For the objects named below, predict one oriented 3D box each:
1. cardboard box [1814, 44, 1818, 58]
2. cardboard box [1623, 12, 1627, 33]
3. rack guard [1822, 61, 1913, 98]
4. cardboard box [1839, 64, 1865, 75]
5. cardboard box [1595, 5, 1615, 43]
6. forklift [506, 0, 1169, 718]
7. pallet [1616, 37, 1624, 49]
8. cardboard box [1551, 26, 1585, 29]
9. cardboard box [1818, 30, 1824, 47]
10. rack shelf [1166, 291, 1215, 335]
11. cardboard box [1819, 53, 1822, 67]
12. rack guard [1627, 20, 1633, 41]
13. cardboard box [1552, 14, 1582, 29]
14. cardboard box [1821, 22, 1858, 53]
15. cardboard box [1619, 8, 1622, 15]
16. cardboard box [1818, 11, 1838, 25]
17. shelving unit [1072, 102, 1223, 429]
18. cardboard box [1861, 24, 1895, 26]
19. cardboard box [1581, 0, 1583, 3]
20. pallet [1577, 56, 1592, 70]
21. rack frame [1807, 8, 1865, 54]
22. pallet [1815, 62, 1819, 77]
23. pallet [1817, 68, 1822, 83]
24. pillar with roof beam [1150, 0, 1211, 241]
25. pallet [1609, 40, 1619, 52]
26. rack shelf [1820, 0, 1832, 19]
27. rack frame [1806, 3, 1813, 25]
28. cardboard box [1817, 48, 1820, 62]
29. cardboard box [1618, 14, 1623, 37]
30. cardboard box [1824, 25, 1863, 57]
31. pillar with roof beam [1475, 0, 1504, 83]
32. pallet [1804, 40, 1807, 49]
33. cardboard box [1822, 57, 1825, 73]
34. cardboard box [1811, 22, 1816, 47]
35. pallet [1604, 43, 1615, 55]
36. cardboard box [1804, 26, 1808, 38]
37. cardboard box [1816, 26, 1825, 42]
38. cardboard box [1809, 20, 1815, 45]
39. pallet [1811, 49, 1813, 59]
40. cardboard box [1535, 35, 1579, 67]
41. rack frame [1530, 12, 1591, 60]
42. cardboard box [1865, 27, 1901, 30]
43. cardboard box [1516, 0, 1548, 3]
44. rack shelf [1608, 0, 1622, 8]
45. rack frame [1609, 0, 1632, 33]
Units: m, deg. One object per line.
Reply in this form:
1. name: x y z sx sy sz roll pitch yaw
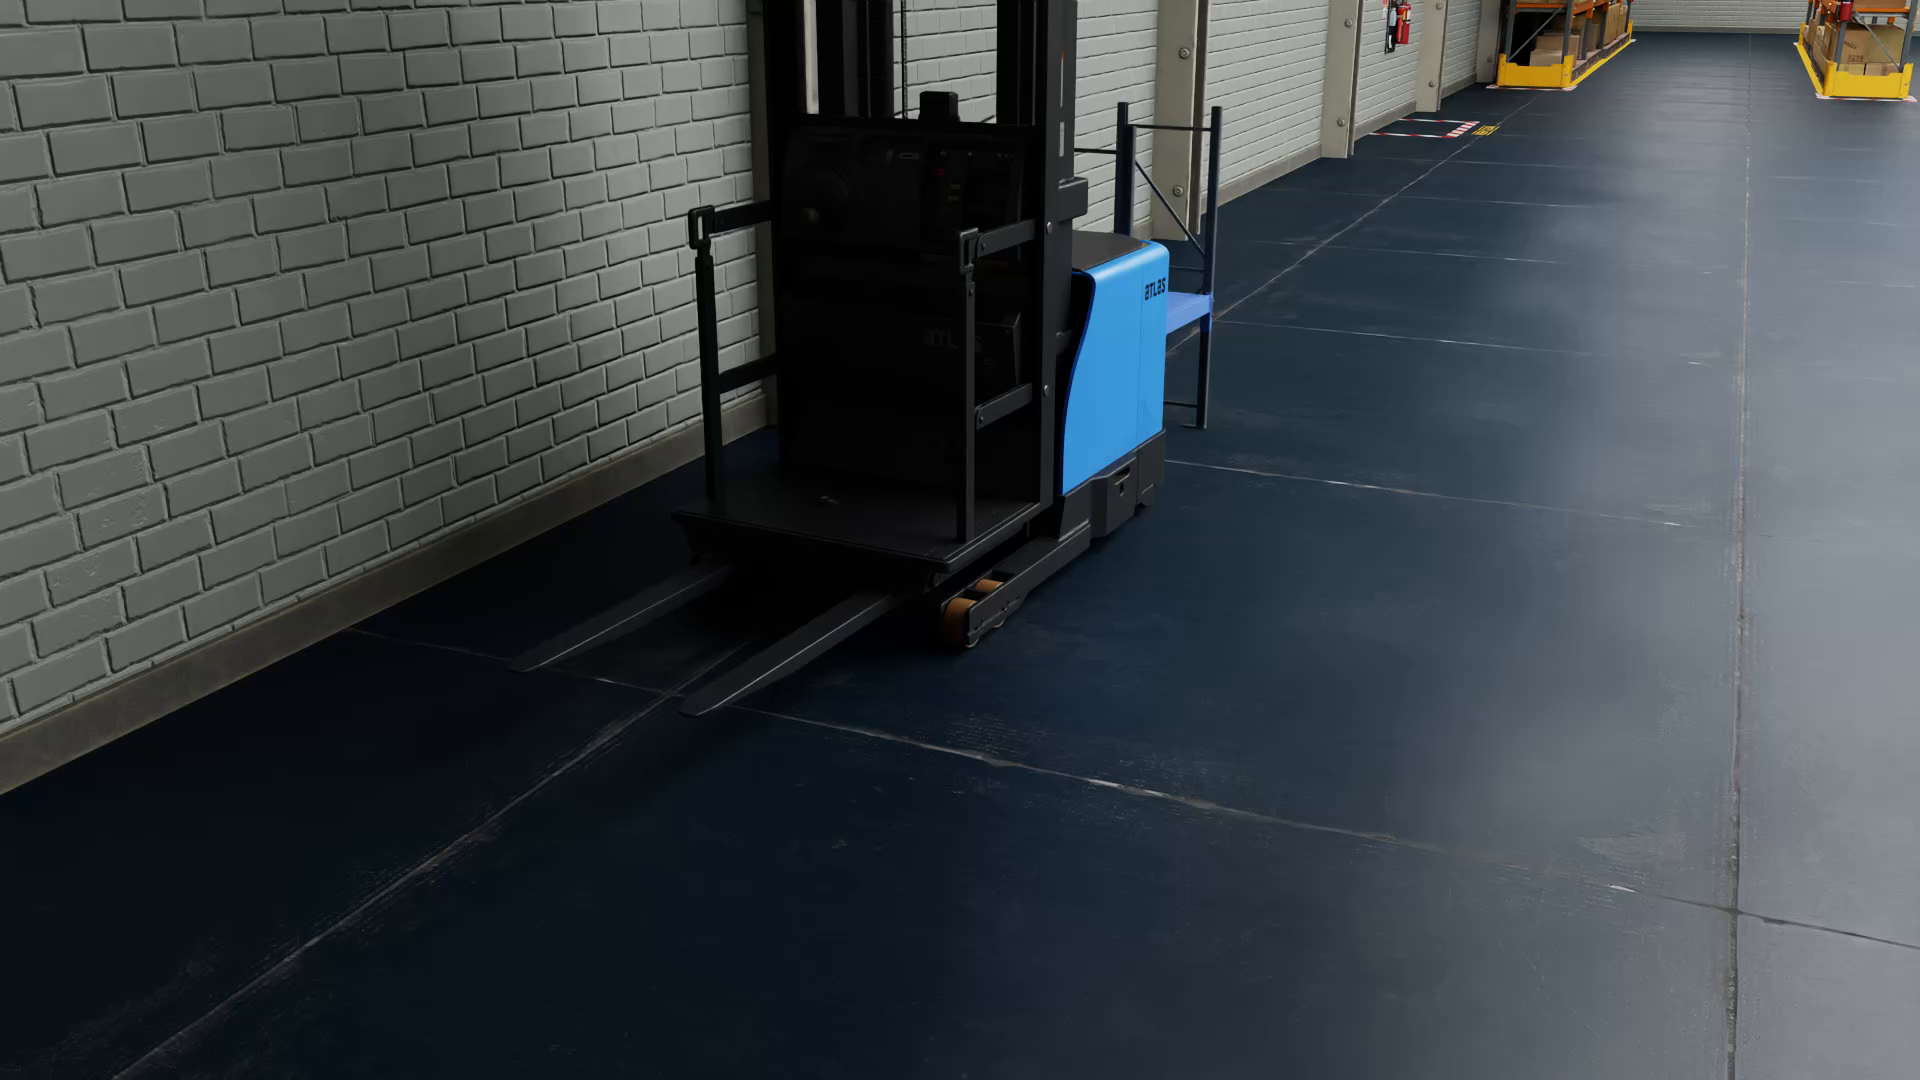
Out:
1. cardboard box: 16.492 -9.258 31.500 0.500 0.250 0.500 8 21 21
2. cardboard box: 15.947 -12.705 40.821 0.700 0.500 0.500 9 21 23
3. rack guard: 14.101 -7.158 25.850 1.175 0.500 0.348 9 21 23
4. cardboard box: 14.061 -7.450 26.417 0.500 0.250 0.500 9 21 23
5. cardboard box: 13.652 -11.126 35.858 0.750 0.750 0.750 8 21 22
6. forklift: -0.295 -1.196 5.458 1.130 2.935 3.031 10 22 26
7. pallet: 14.887 -11.598 38.765 1.003 0.211 1.213 9 21 23
8. cardboard box: 11.926 -9.816 32.669 0.700 0.500 0.500 9 21 23
9. cardboard box: 16.067 -9.208 30.523 0.500 0.311 0.500 8 21 23
10. rack shelf: 0.716 -0.960 7.466 0.538 0.185 1.000 10 22 26
11. cardboard box: 15.283 -8.368 28.999 0.500 0.250 0.500 9 21 23
12. rack guard: 16.152 -12.742 41.552 1.175 0.500 0.348 9 21 23
13. cardboard box: 11.692 -9.990 32.036 0.500 0.250 0.500 8 21 22
14. cardboard box: 15.274 -8.723 28.877 0.500 0.500 0.500 9 21 23
15. cardboard box: 15.211 -12.310 38.741 0.380 0.149 0.250 9 22 25
16. cardboard box: 17.575 -10.507 33.492 0.500 0.250 0.500 9 22 25
17. shelving unit: 0.716 -1.129 7.406 0.538 1.500 1.048 10 22 26
18. cardboard box: 15.543 -8.498 28.246 0.500 0.500 0.500 9 21 23
19. cardboard box: 10.279 -9.227 28.130 0.500 0.250 0.500 8 21 21
20. pallet: 11.546 -9.169 31.935 1.003 0.211 1.213 9 21 23
21. rack frame: 19.025 -12.011 35.766 1.000 3.000 0.127 9 21 23
22. pallet: 16.015 -8.483 30.005 1.003 0.211 1.213 9 21 23
23. pallet: 15.385 -8.015 28.690 1.003 0.211 1.213 9 21 23
24. pillar with roof beam: 5.644 -6.088 10.156 9.100 9.000 0.400 9 21 23
25. pallet: 14.257 -11.130 37.449 1.003 0.211 1.213 9 21 23
26. rack shelf: 16.568 -9.838 30.729 1.077 0.370 4.000 9 21 23
27. rack frame: 20.663 -13.234 39.205 1.000 3.000 0.127 9 21 23
28. cardboard box: 15.863 -8.789 30.183 0.500 0.250 0.500 8 21 22
29. cardboard box: 15.325 -12.234 39.497 0.700 0.500 0.500 9 22 24
30. cardboard box: 14.661 -8.264 27.587 0.500 0.500 0.500 9 21 23
31. pillar with roof beam: 13.015 -11.590 25.629 9.100 9.000 0.400 9 21 23
32. pallet: 19.805 -11.281 37.876 1.003 0.211 1.213 9 21 23
33. cardboard box: 14.664 -7.910 27.711 0.500 0.250 0.500 9 21 23
34. cardboard box: 17.977 -10.456 34.466 0.500 0.500 0.500 8 21 21
35. pallet: 13.759 -10.756 36.397 1.003 0.211 1.213 9 21 23
36. cardboard box: 19.772 -11.713 38.374 0.500 0.250 0.500 9 21 23
37. cardboard box: 16.697 -9.674 31.833 0.500 0.311 0.500 8 21 21
38. cardboard box: 18.605 -10.926 35.790 0.500 0.500 0.500 8 21 20
39. pallet: 18.228 -10.069 34.467 1.003 0.211 1.213 9 21 23
40. cardboard box: 10.535 -8.642 29.366 0.700 0.500 0.500 7 21 19
41. rack frame: 11.228 -10.244 30.798 1.000 3.000 0.127 9 21 23
42. cardboard box: 14.930 -8.040 26.957 0.500 0.500 0.500 9 21 23
43. cardboard box: 9.605 -9.130 27.858 0.500 0.250 0.500 9 21 23
44. rack shelf: 13.685 -11.740 36.076 1.077 0.370 4.000 9 21 23
45. rack frame: 16.142 -13.913 41.113 1.000 3.000 0.127 9 21 23
